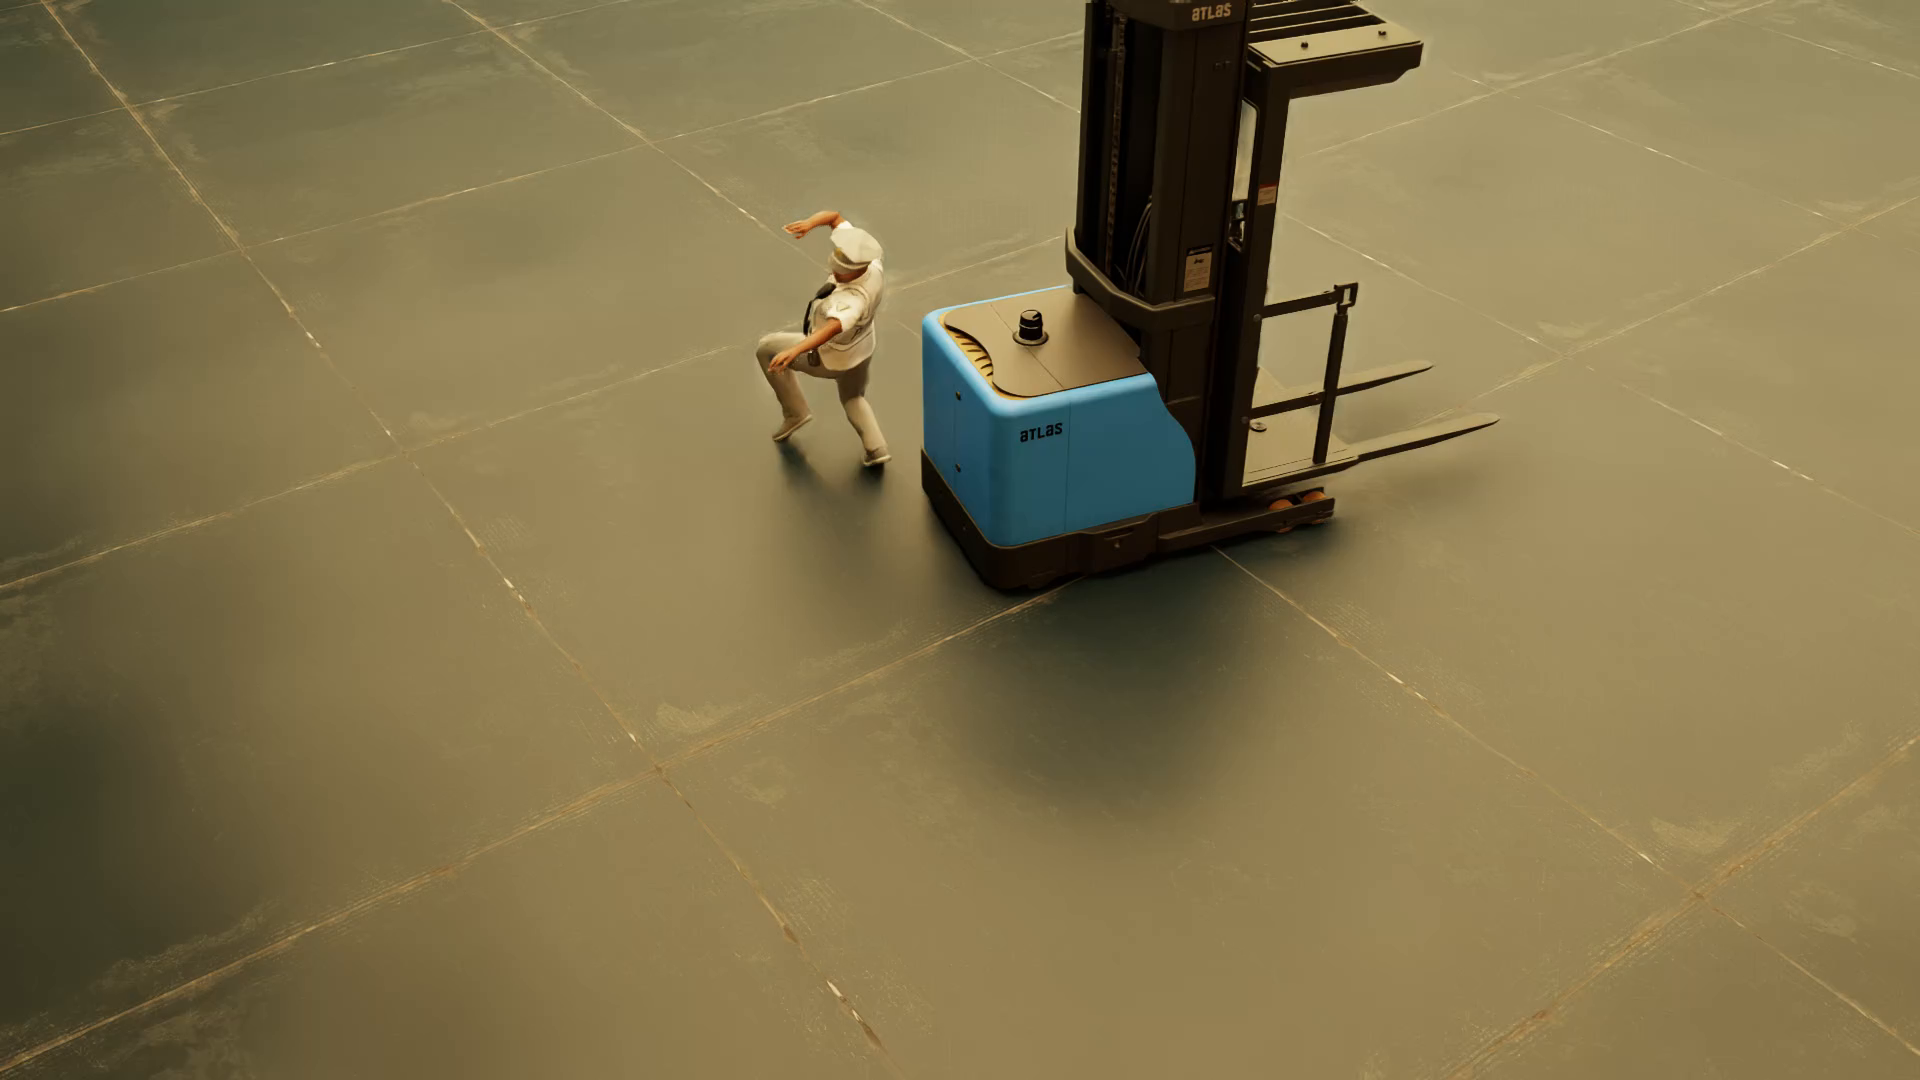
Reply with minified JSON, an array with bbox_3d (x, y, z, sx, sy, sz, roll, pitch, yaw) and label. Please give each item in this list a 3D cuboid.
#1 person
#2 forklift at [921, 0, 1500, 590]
[{"bbox_3d":[-0.841,-0.926,8.483,0.841,1.443,1.003,25,43,30],"label":"person"},{"bbox_3d":[1.369,-1.494,7.965,3.031,2.935,1.130,-14,39,-18],"label":"forklift"}]
